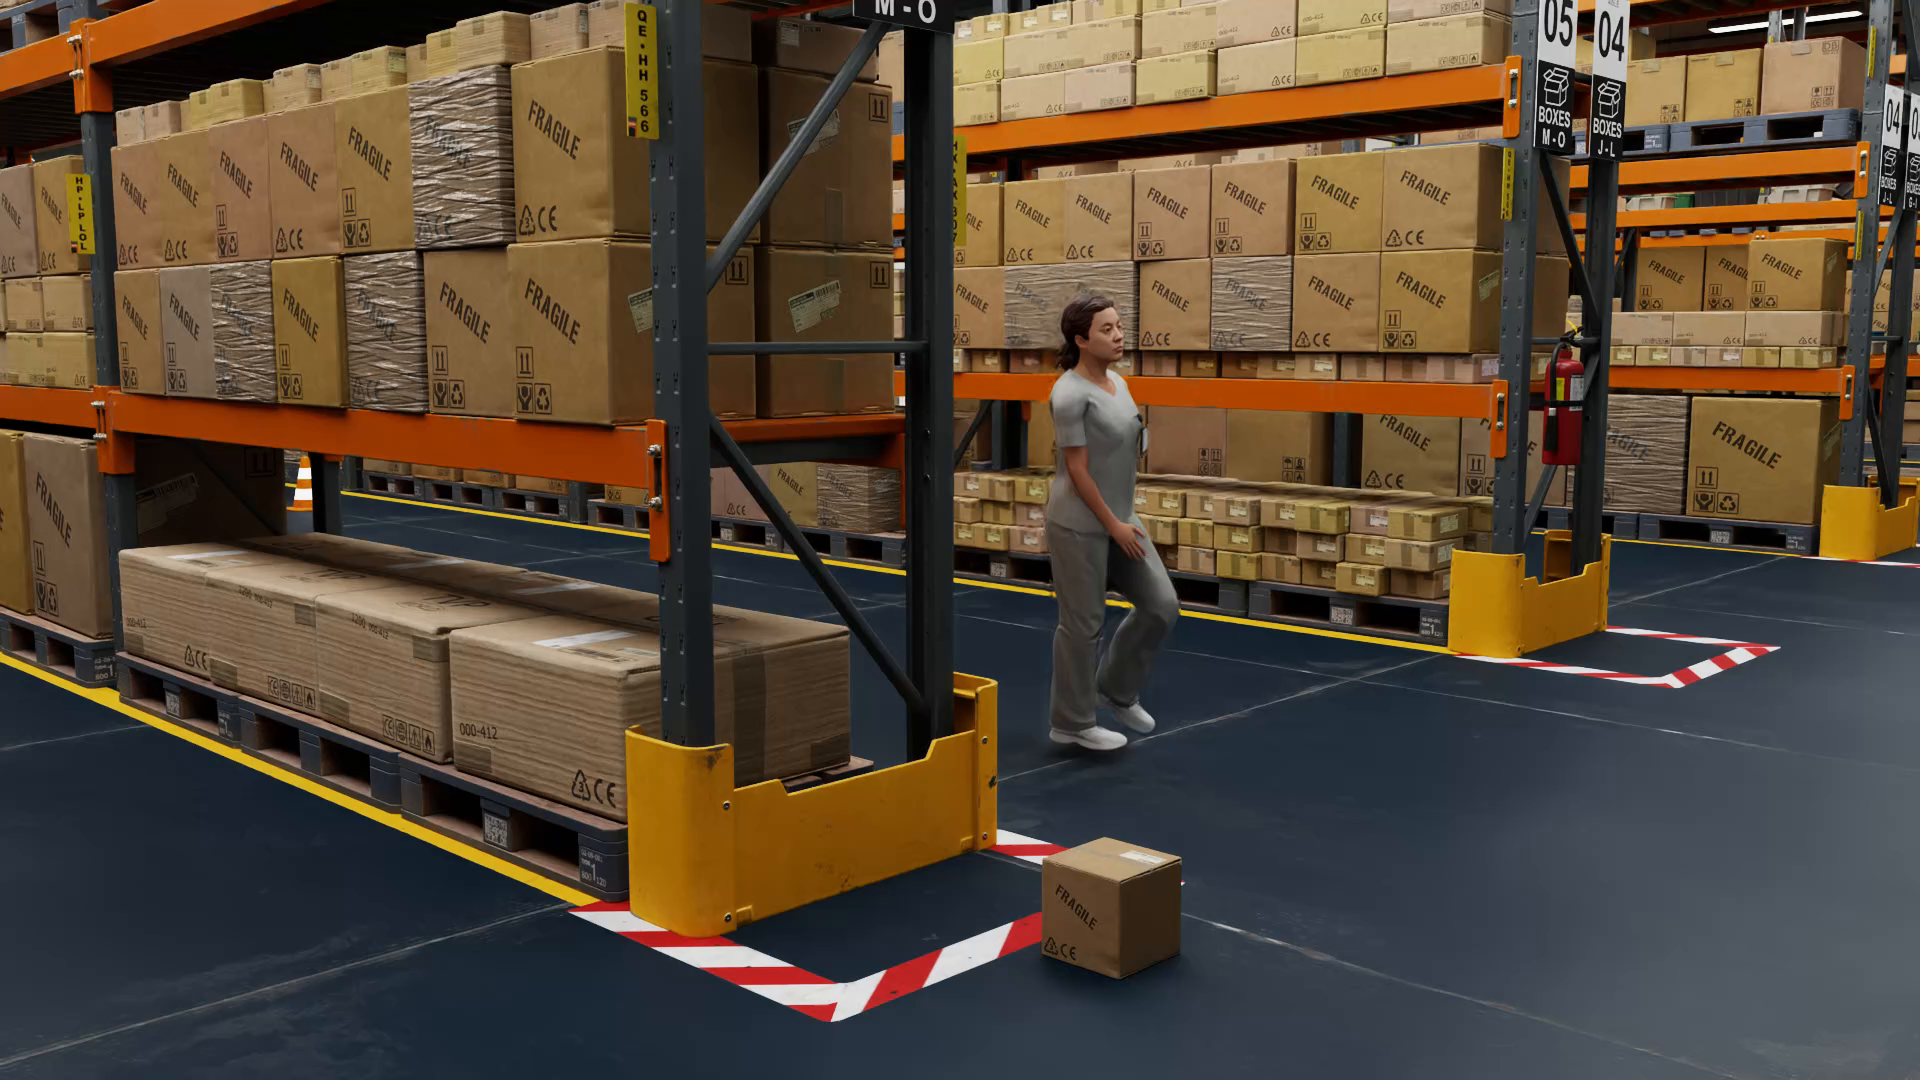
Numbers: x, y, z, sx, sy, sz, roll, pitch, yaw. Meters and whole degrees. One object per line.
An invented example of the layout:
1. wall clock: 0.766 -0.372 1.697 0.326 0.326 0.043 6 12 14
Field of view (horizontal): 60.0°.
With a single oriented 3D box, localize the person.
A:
1. person: 0.529 -0.049 6.000 0.480 1.649 0.613 5 9 37
